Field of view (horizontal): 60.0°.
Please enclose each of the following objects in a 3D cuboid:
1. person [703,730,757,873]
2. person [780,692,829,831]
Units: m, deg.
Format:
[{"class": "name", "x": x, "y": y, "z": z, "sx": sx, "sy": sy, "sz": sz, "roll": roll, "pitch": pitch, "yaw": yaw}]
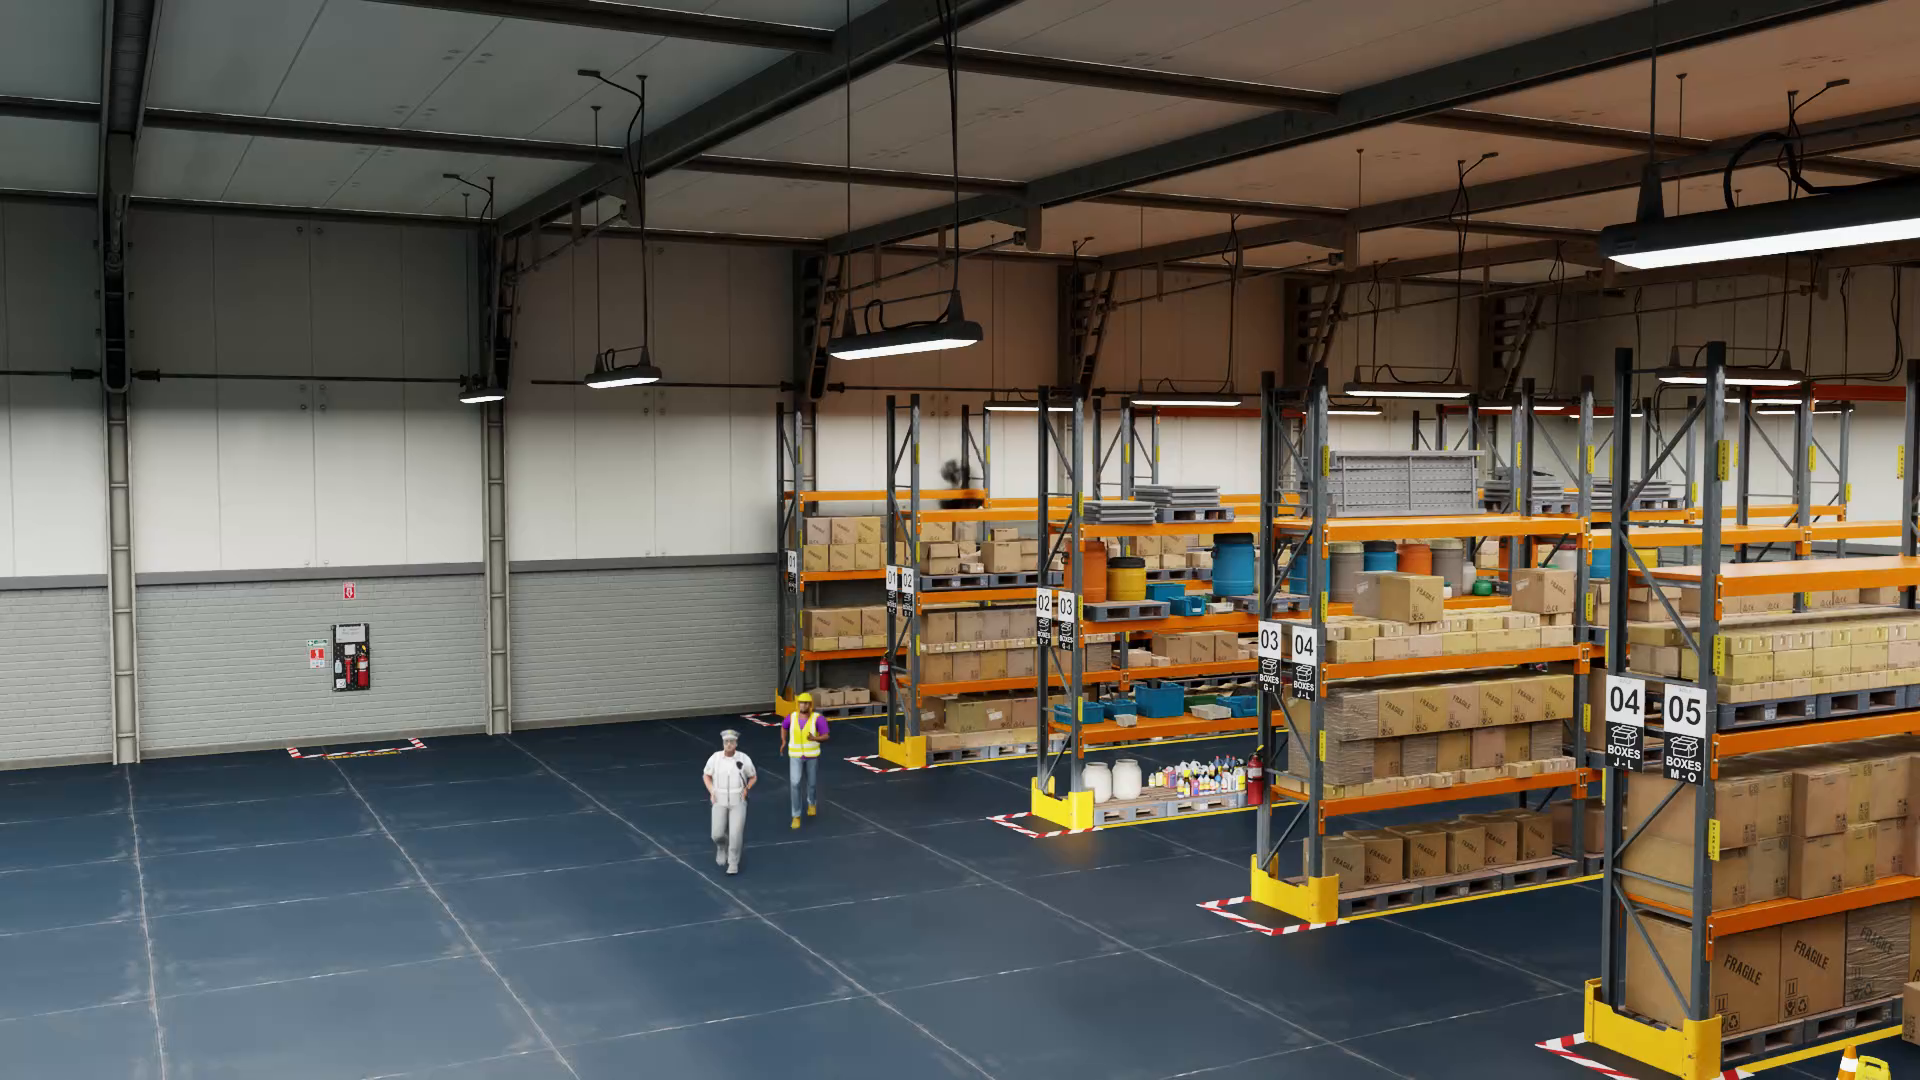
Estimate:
[{"class": "person", "x": -2.787, "y": 3.154, "z": 20.123, "sx": 0.658, "sy": 1.733, "sz": 0.619, "roll": 0, "pitch": 3, "yaw": -4}, {"class": "person", "x": -2.122, "y": 2.980, "z": 22.718, "sx": 0.685, "sy": 1.806, "sz": 0.871, "roll": 0, "pitch": 3, "yaw": -1}]
